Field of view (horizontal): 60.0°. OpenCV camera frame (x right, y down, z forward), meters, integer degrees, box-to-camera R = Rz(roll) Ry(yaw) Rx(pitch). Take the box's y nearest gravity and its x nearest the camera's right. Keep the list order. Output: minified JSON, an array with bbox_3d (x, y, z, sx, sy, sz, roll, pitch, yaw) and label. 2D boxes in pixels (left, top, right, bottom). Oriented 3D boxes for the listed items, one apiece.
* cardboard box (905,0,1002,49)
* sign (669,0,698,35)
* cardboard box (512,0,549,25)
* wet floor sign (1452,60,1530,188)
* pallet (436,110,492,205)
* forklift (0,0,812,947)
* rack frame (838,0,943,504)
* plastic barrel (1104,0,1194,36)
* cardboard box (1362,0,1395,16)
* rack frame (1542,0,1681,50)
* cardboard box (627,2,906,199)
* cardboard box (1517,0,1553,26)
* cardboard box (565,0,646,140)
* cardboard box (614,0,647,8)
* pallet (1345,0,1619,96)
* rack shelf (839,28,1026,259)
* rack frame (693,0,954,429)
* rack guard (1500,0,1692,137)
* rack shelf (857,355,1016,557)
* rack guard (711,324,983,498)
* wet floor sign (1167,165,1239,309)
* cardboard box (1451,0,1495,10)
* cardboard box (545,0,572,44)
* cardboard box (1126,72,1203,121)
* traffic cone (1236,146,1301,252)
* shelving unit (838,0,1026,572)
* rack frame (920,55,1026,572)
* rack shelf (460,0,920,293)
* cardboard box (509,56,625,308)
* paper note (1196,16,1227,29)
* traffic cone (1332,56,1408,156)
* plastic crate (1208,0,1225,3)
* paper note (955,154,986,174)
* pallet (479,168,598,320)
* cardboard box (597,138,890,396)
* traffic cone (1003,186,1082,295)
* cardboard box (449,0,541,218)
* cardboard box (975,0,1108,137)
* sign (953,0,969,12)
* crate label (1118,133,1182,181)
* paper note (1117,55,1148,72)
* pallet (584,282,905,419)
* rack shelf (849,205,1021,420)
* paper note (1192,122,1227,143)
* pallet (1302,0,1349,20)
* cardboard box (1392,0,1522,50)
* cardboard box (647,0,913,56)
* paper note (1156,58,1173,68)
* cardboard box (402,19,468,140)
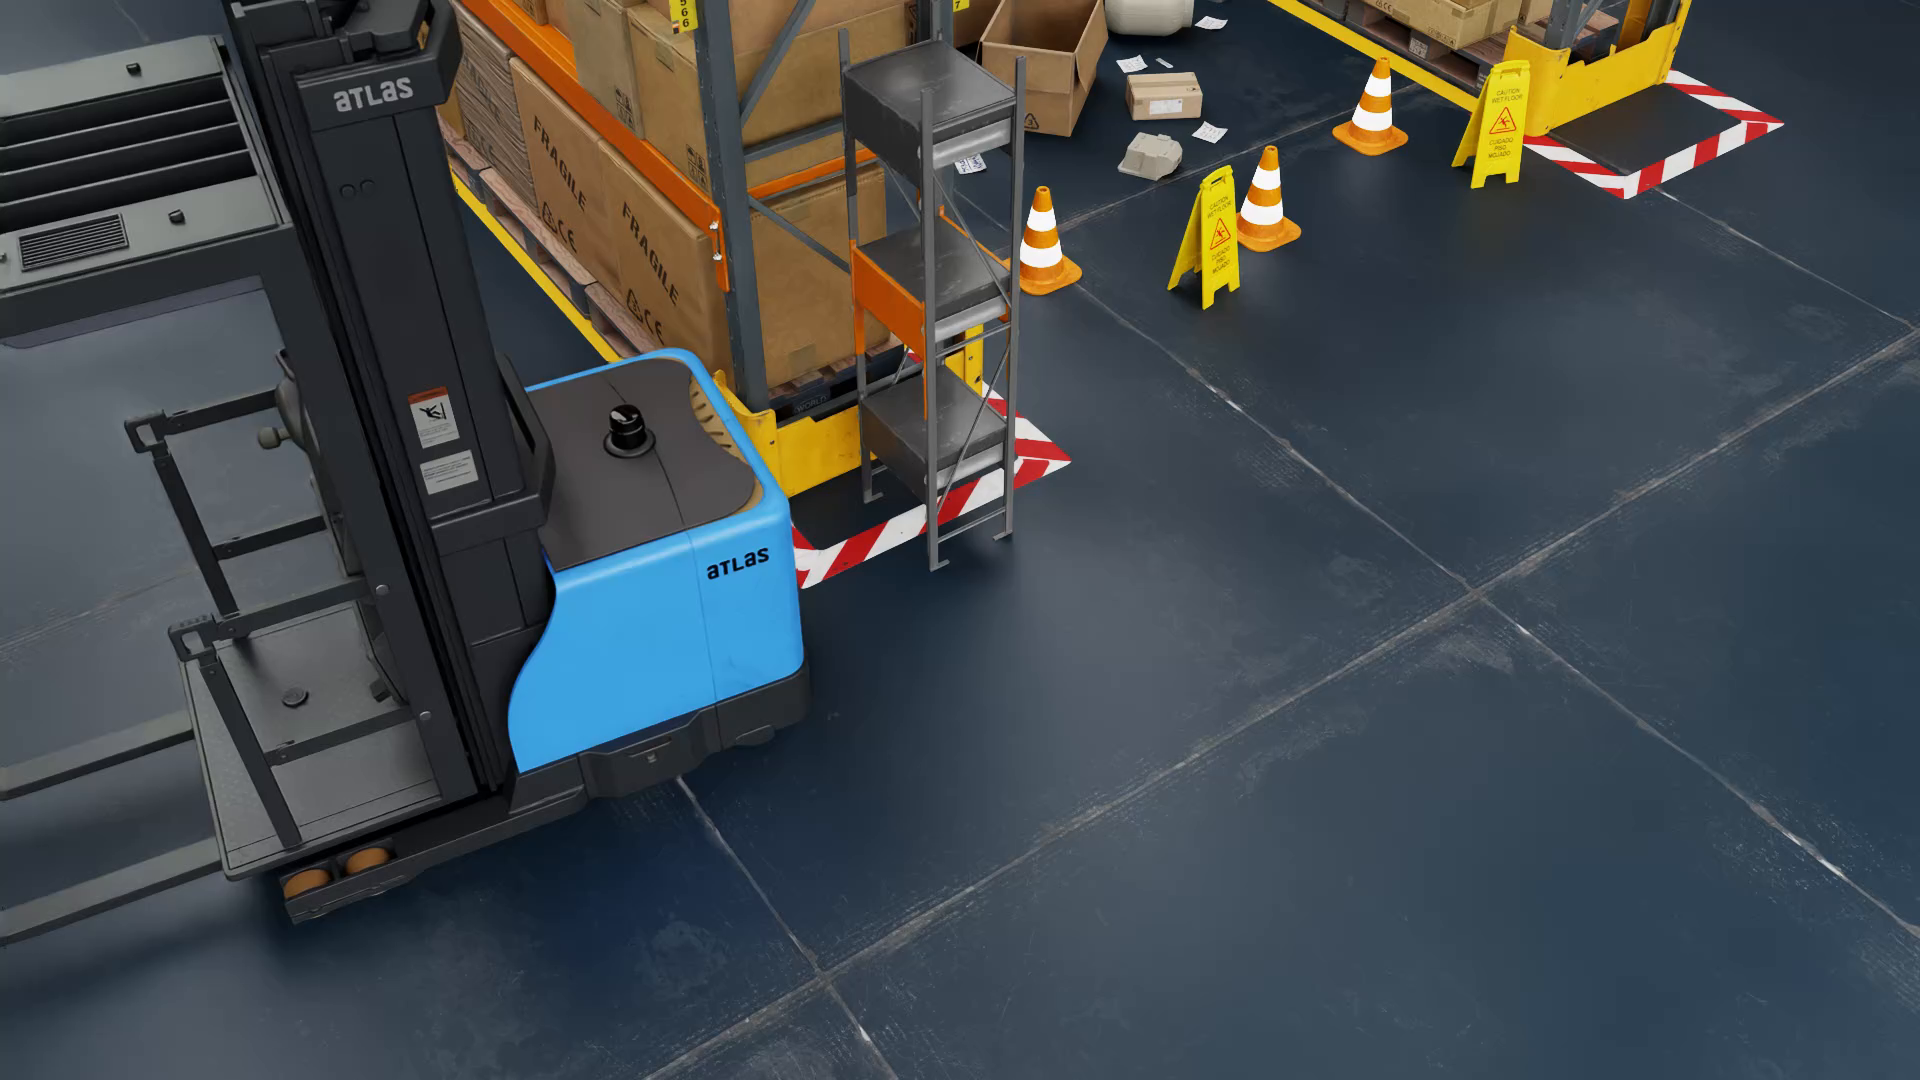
[{"bbox_3d":[-0.088,-3.214,9.654,0.797,0.637,0.503,-26,49,-24],"label":"cardboard box"},{"bbox_3d":[-0.920,-1.832,5.487,0.100,0.325,0.005,-26,49,-24],"label":"sign"},{"bbox_3d":[-1.604,-2.734,7.333,0.875,0.550,0.500,-26,49,-24],"label":"cardboard box"},{"bbox_3d":[2.766,-2.165,8.550,0.267,0.644,0.232,-10,45,-11],"label":"wet floor sign"},{"bbox_3d":[-2.385,-2.329,9.037,1.003,0.211,1.213,-26,49,-24],"label":"pallet"},{"bbox_3d":[-2.088,-0.240,4.879,3.031,2.935,1.130,-19,47,-19],"label":"forklift"},{"bbox_3d":[-0.234,-0.991,6.268,0.400,2.100,0.015,-26,49,-24],"label":"rack frame"},{"bbox_3d":[1.111,-3.187,9.781,0.512,0.421,0.421,4,44,4],"label":"plastic barrel"},{"bbox_3d":[2.562,-3.352,9.776,0.500,0.250,0.500,-26,49,-24],"label":"cardboard box"},{"bbox_3d":[3.535,-3.547,8.293,1.000,3.000,0.127,-26,49,-24],"label":"rack frame"},{"bbox_3d":[-0.717,-1.781,6.334,0.875,0.550,0.550,-26,49,-24],"label":"cardboard box"},{"bbox_3d":[3.300,-3.270,9.690,0.500,0.250,0.500,-26,49,-25],"label":"cardboard box"},{"bbox_3d":[-1.049,-2.083,6.652,0.875,0.550,0.550,-26,49,-24],"label":"cardboard box"},{"bbox_3d":[-1.038,-2.479,6.284,0.875,0.550,0.550,-26,49,-24],"label":"cardboard box"},{"bbox_3d":[3.056,-3.055,9.798,1.003,0.211,1.213,-26,49,-24],"label":"pallet"},{"bbox_3d":[-0.095,-1.350,5.649,0.431,0.518,0.480,-26,49,-24],"label":"rack shelf"},{"bbox_3d":[-0.467,-1.534,6.185,1.000,3.000,0.127,-26,49,-24],"label":"rack frame"},{"bbox_3d":[3.491,-2.686,9.201,1.175,0.500,0.348,-26,49,-24],"label":"rack guard"},{"bbox_3d":[-0.095,-0.337,6.616,0.431,0.518,0.480,-26,49,-24],"label":"rack shelf"},{"bbox_3d":[-0.454,-0.616,7.034,1.175,0.500,0.348,-26,49,-24],"label":"rack guard"},{"bbox_3d":[1.173,-1.448,7.800,0.267,0.644,0.232,-35,53,-31],"label":"wet floor sign"},{"bbox_3d":[2.863,-3.326,9.206,0.500,0.500,0.500,-25,49,-24],"label":"cardboard box"},{"bbox_3d":[-1.267,-2.450,7.036,0.875,0.550,0.550,-26,49,-24],"label":"cardboard box"},{"bbox_3d":[1.129,-2.460,9.219,0.380,0.149,0.250,-3,44,-4],"label":"cardboard box"},{"bbox_3d":[1.515,-1.732,8.229,0.336,0.463,0.334,-26,49,-24],"label":"traffic cone"},{"bbox_3d":[-0.095,-0.853,6.123,0.431,2.100,0.503,-26,49,-24],"label":"shelving unit"},{"bbox_3d":[0.045,-0.715,5.978,0.400,2.100,0.015,-26,49,-24],"label":"rack frame"},{"bbox_3d":[-1.611,-2.407,7.620,1.077,0.370,4.000,-26,49,-24],"label":"rack shelf"},{"bbox_3d":[-1.415,-1.773,7.669,0.875,0.875,0.875,-26,50,-25],"label":"cardboard box"},{"bbox_3d":[1.511,-3.107,9.982,0.148,0.019,0.142,26,49,25],"label":"paper note"},{"bbox_3d":[2.231,-2.363,8.890,0.336,0.463,0.334,-26,49,-24],"label":"traffic cone"},{"bbox_3d":[1.472,-3.543,10.403,0.583,0.080,0.402,26,49,25],"label":"plastic crate"},{"bbox_3d":[0.052,-1.995,8.819,0.144,0.017,0.142,-10,45,-11],"label":"paper note"},{"bbox_3d":[-1.683,-1.638,8.313,1.003,0.211,1.213,-26,49,-24],"label":"pallet"},{"bbox_3d":[-0.909,-1.275,7.148,0.875,0.875,0.875,-25,49,-24],"label":"cardboard box"},{"bbox_3d":[0.394,-1.478,7.963,0.336,0.463,0.334,-26,49,-24],"label":"traffic cone"},{"bbox_3d":[-1.934,-2.290,8.211,0.875,0.875,0.875,-25,49,-24],"label":"cardboard box"},{"bbox_3d":[0.454,-2.638,9.149,0.637,0.503,0.797,11,45,11],"label":"cardboard box"},{"bbox_3d":[-0.009,-2.092,6.085,0.100,0.325,0.005,-26,49,-24],"label":"sign"},{"bbox_3d":[1.014,-2.035,8.782,0.298,0.136,0.250,18,47,18],"label":"crate label"},{"bbox_3d":[0.999,-2.758,9.625,0.148,0.019,0.142,-10,45,-11],"label":"paper note"},{"bbox_3d":[-0.989,-0.947,7.590,1.003,0.211,1.213,-26,49,-24],"label":"pallet"},{"bbox_3d":[-0.095,-0.843,6.133,0.431,0.518,0.480,-26,49,-24],"label":"rack shelf"},{"bbox_3d":[1.361,-2.222,9.055,0.142,0.019,0.148,26,49,25],"label":"paper note"},{"bbox_3d":[2.362,-3.746,10.521,1.003,0.211,1.213,-26,49,-24],"label":"pallet"},{"bbox_3d":[2.838,-3.069,9.480,0.500,0.250,0.500,-26,49,-25],"label":"cardboard box"},{"bbox_3d":[-0.648,-2.204,5.996,0.875,0.550,0.550,-26,49,-24],"label":"cardboard box"},{"bbox_3d":[1.184,-2.765,9.639,0.032,0.001,0.123,-26,49,-24],"label":"paper note"},{"bbox_3d":[-2.453,-2.799,8.744,0.875,0.875,0.875,-25,49,-24],"label":"cardboard box"}]
